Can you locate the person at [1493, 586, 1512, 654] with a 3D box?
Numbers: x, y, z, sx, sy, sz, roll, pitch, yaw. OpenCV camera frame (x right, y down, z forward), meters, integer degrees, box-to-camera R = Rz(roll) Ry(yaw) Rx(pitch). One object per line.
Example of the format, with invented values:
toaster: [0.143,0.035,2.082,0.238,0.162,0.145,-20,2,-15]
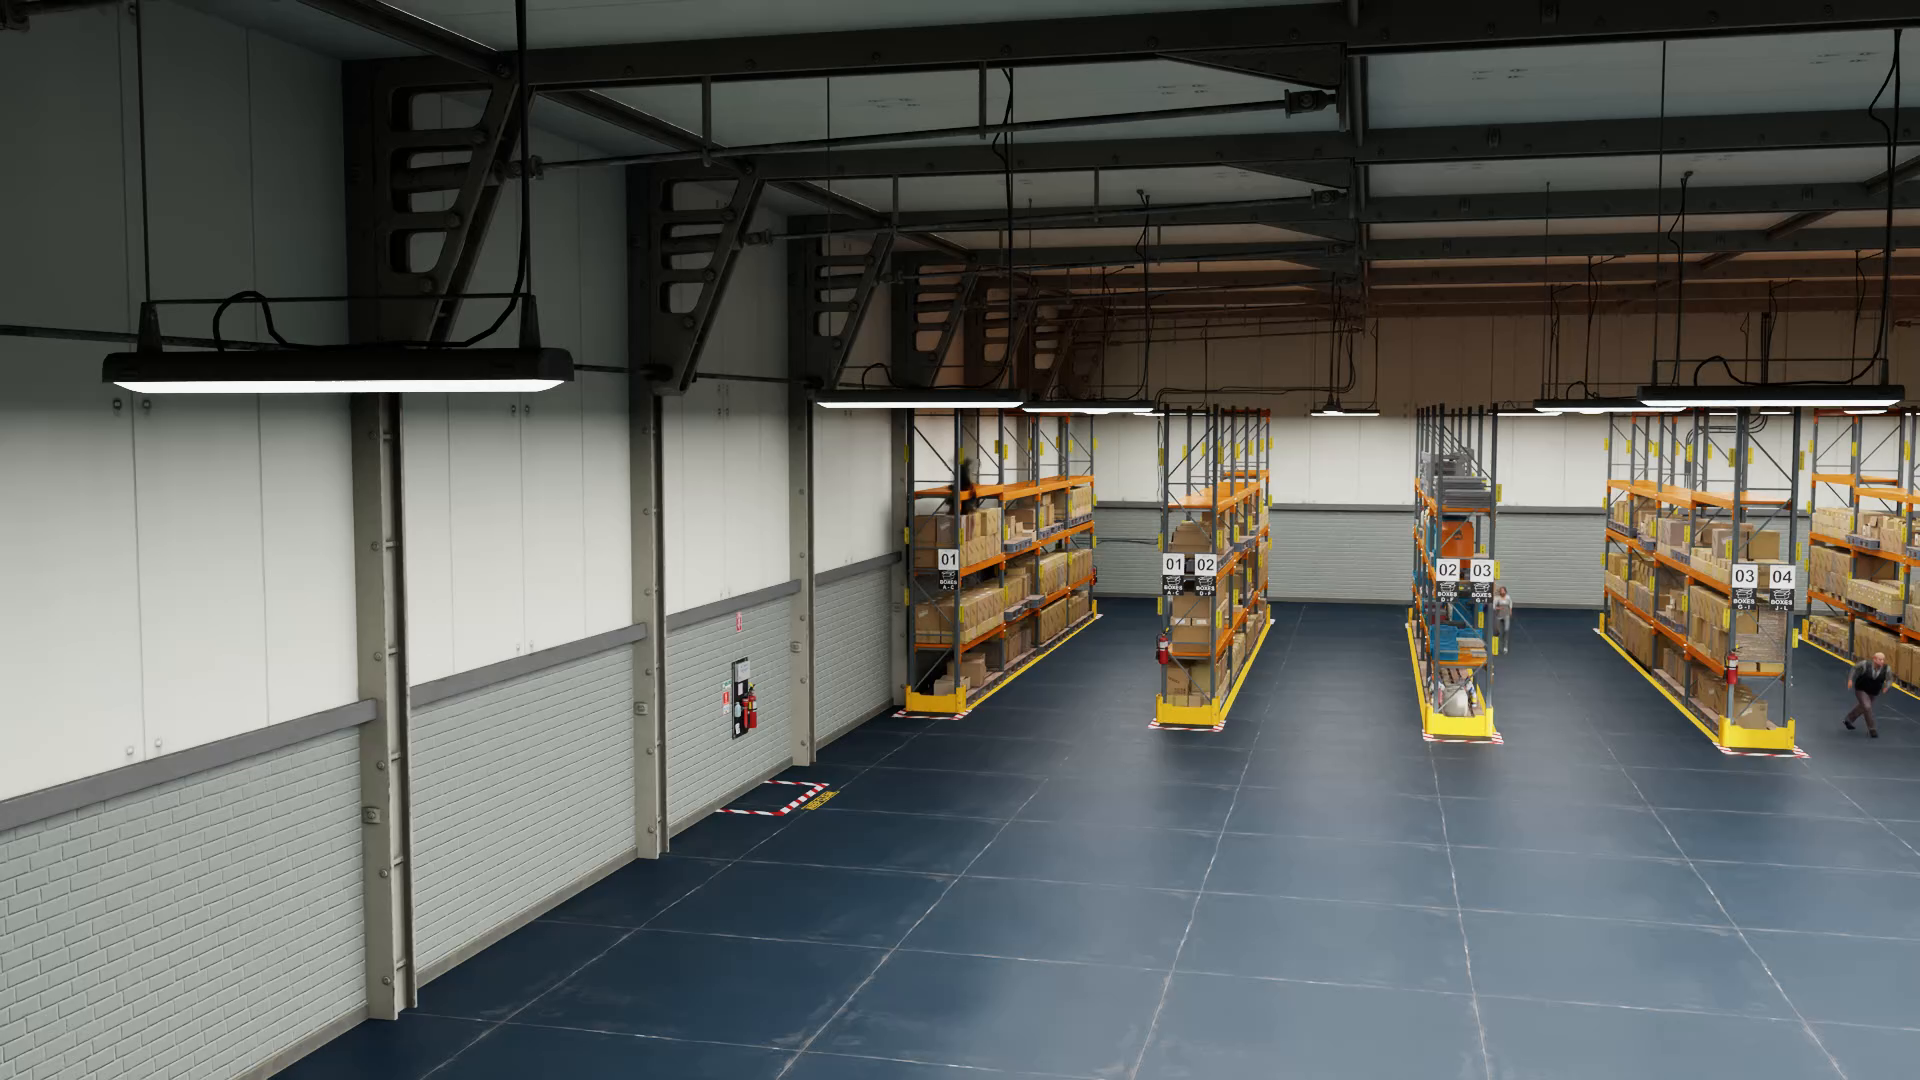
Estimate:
person: [13.285,1.944,40.788,0.531,1.611,0.817,0,4,6]

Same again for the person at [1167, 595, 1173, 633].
person: [5.644,1.650,44.418,0.549,1.724,0.685,1,4,17]

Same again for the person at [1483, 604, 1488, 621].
person: [14.906,1.473,47.406,0.702,1.646,0.648,3,5,38]

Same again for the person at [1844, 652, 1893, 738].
person: [16.363,2.734,30.001,0.644,1.536,1.084,0,4,3]
